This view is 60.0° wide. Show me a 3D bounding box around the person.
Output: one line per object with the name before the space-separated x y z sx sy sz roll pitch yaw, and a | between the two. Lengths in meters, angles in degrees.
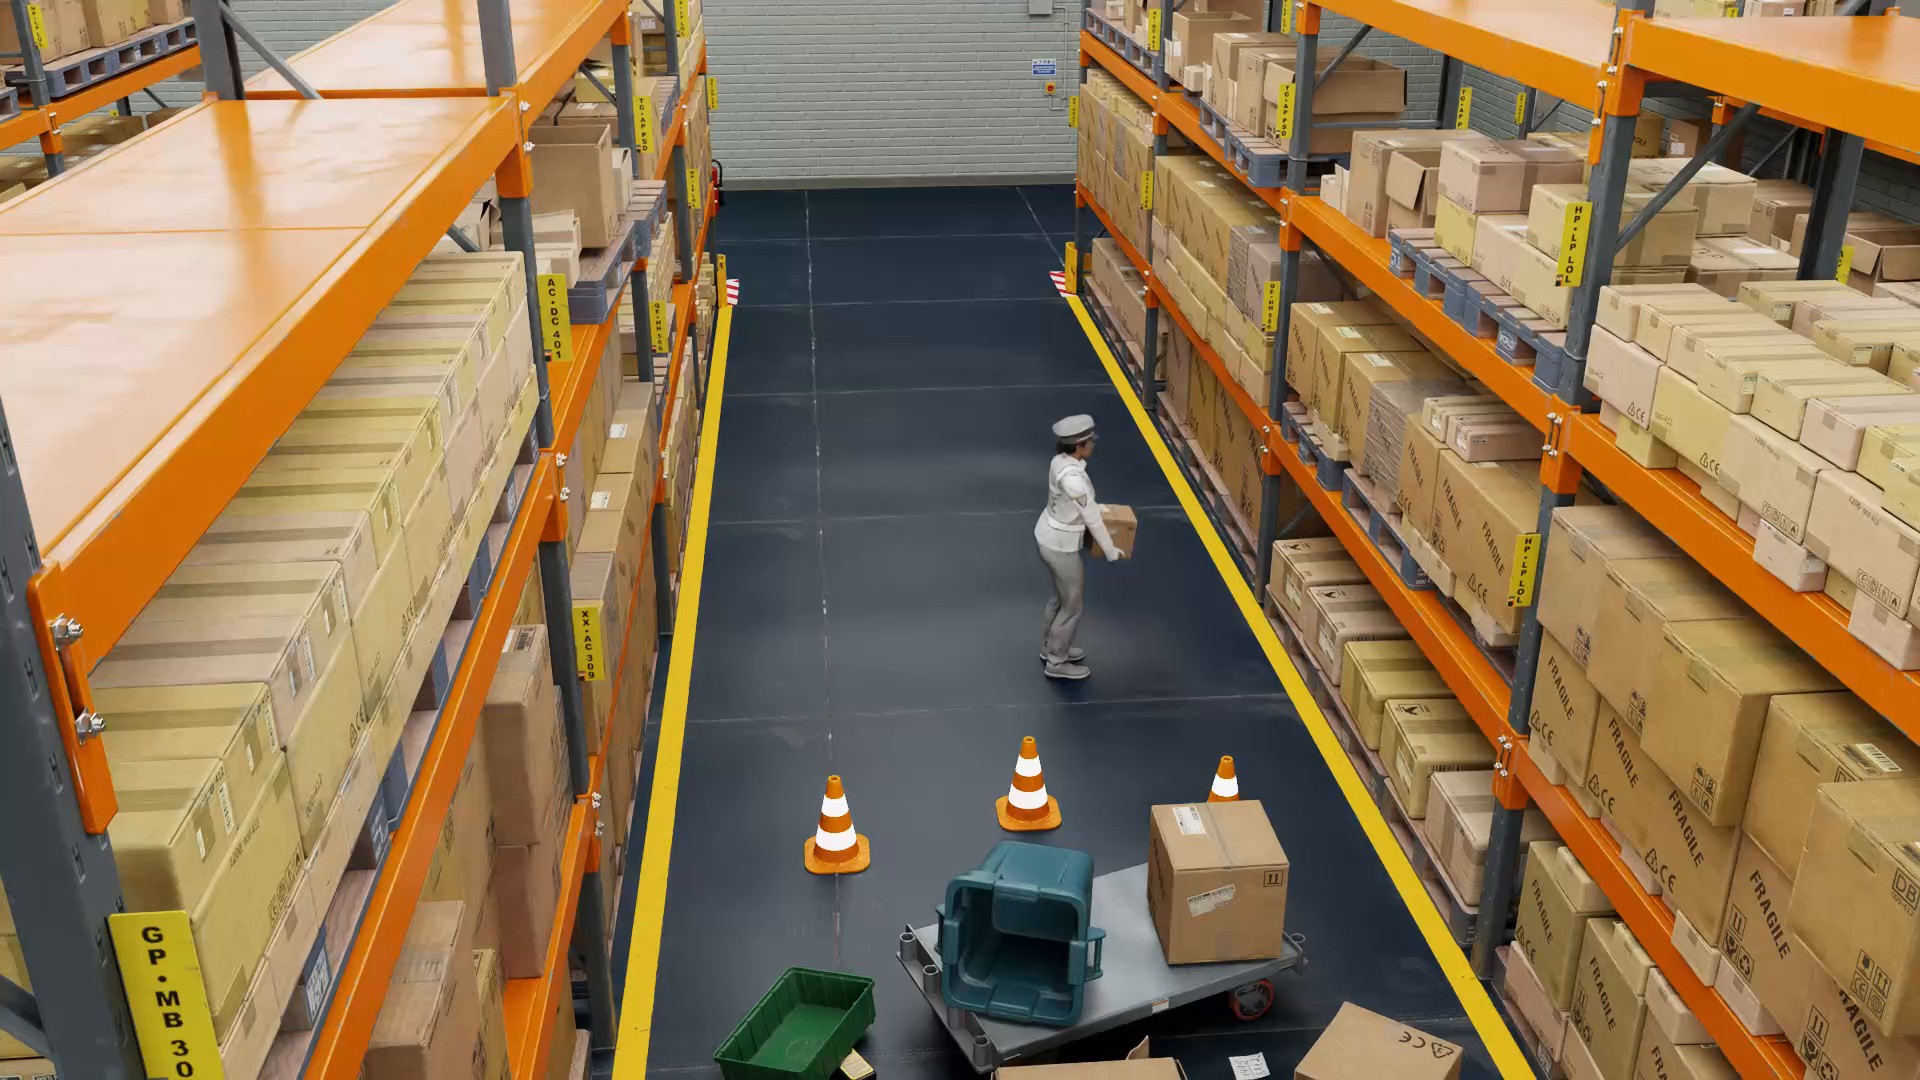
person | 0.727 0.035 10.225 0.535 1.674 0.416 -3 24 -6
